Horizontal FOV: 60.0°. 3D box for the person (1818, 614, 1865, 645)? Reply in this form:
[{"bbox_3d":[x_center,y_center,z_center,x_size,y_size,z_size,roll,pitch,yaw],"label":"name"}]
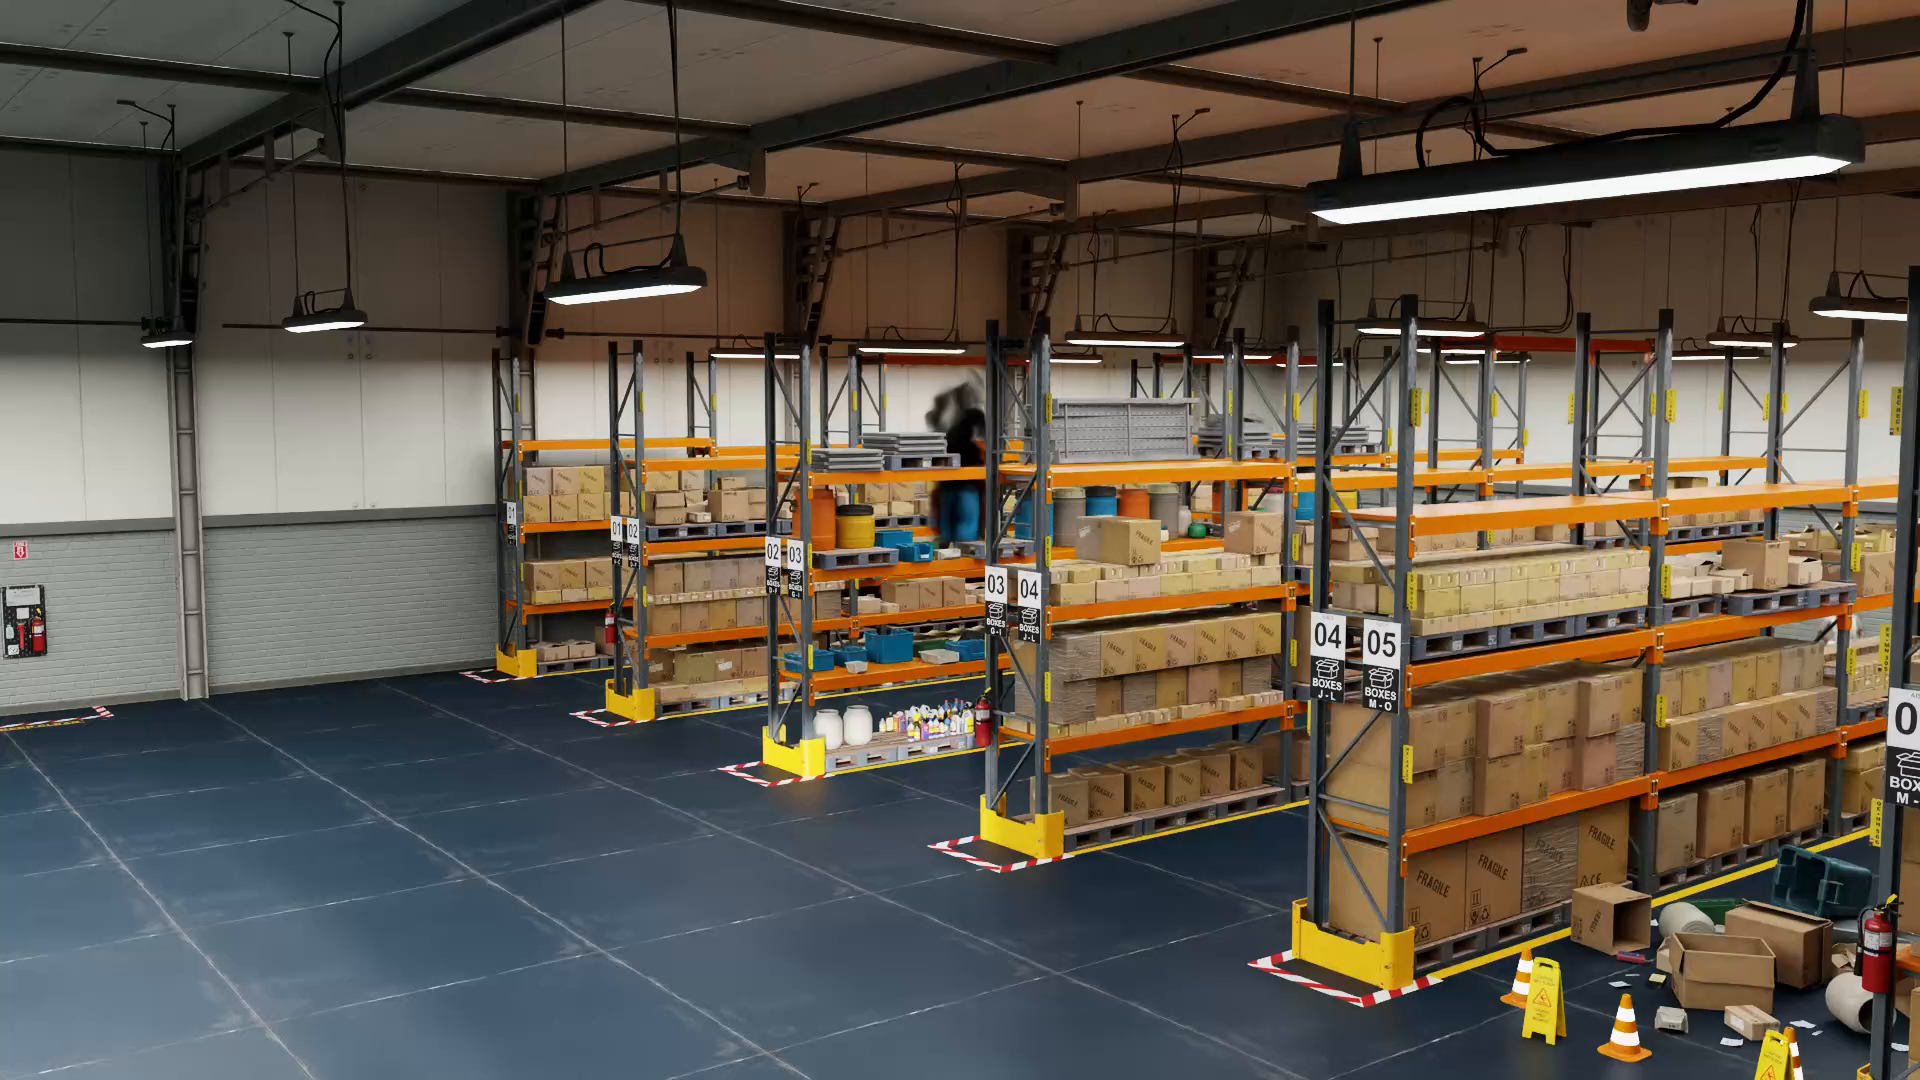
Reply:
[{"bbox_3d":[14.923,1.849,28.043,0.681,1.706,0.556,0,5,3],"label":"person"}]
